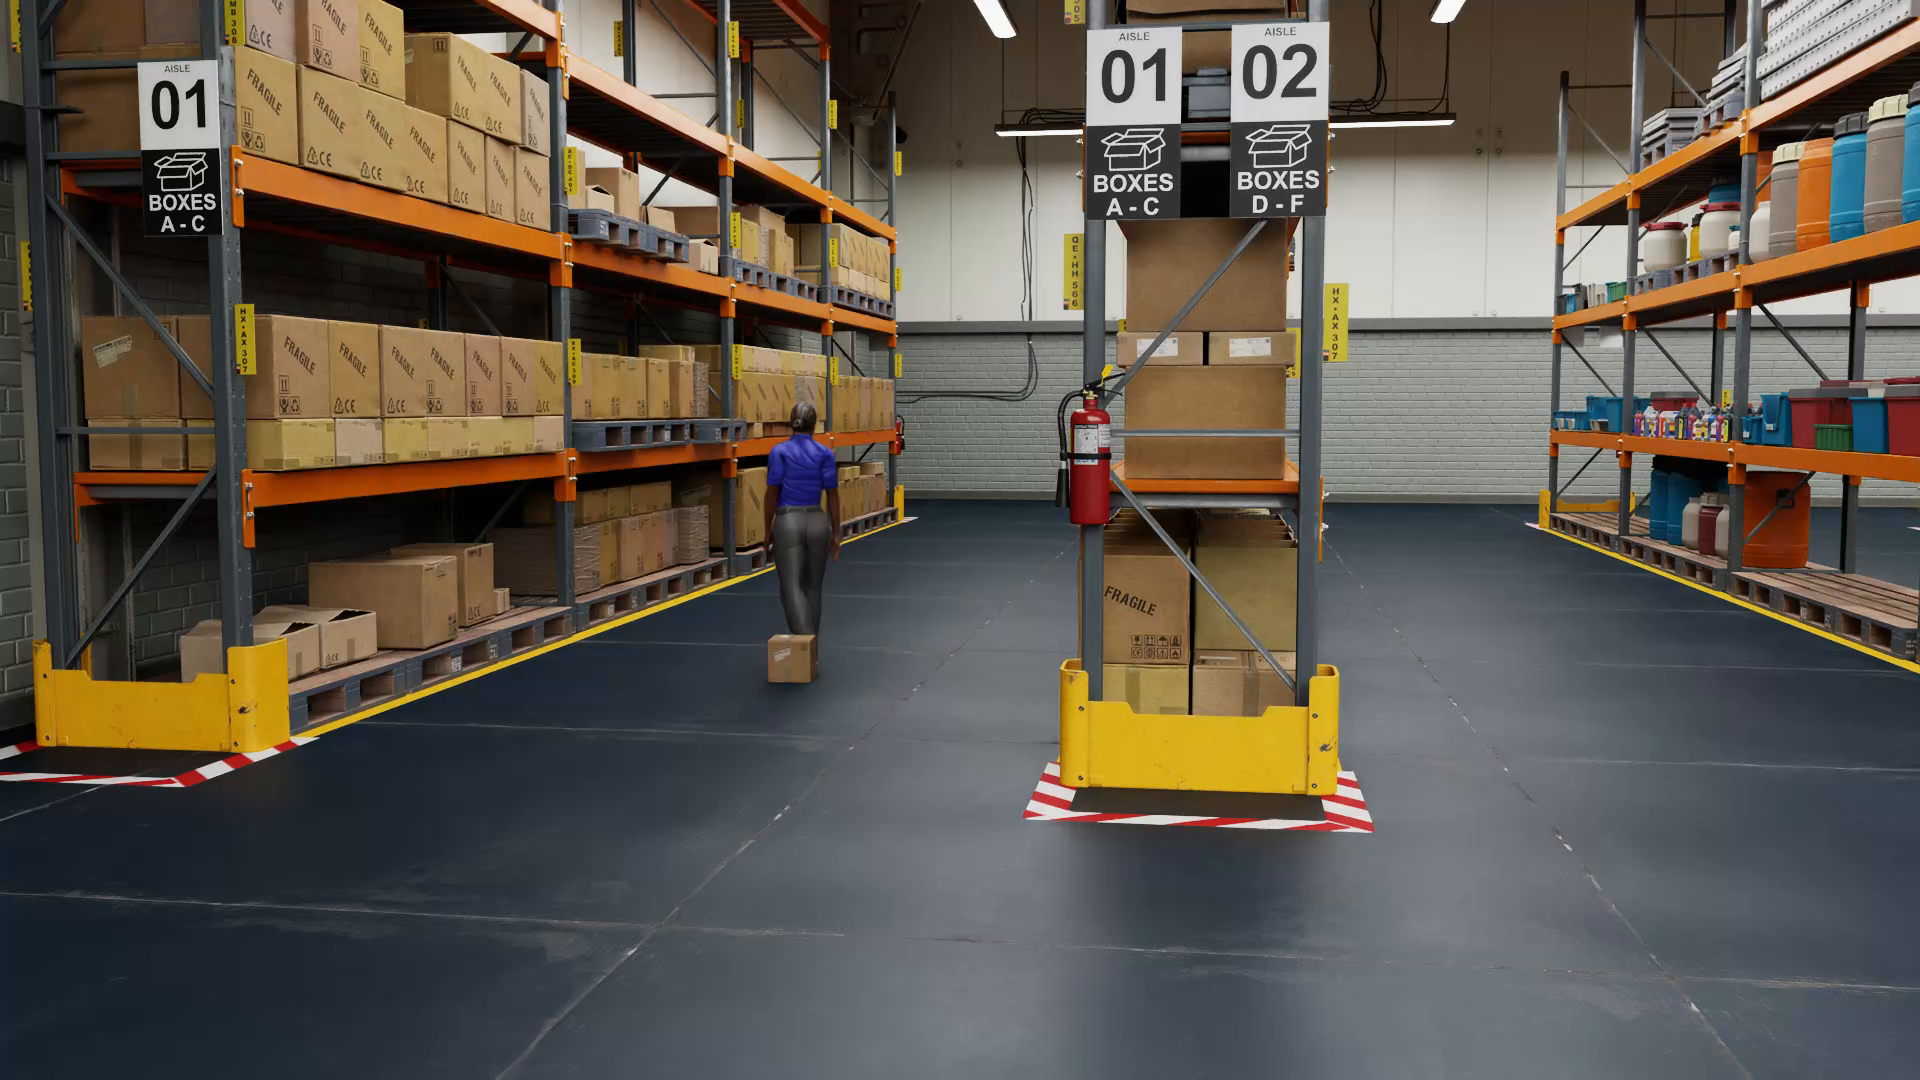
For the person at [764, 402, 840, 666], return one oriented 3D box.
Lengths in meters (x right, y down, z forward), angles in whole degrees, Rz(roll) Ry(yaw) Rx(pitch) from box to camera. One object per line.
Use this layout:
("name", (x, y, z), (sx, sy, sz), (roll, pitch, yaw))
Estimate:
("person", (-0.970, -0.028, 10.256), (0.504, 1.641, 0.606), (-2, 5, -25))
